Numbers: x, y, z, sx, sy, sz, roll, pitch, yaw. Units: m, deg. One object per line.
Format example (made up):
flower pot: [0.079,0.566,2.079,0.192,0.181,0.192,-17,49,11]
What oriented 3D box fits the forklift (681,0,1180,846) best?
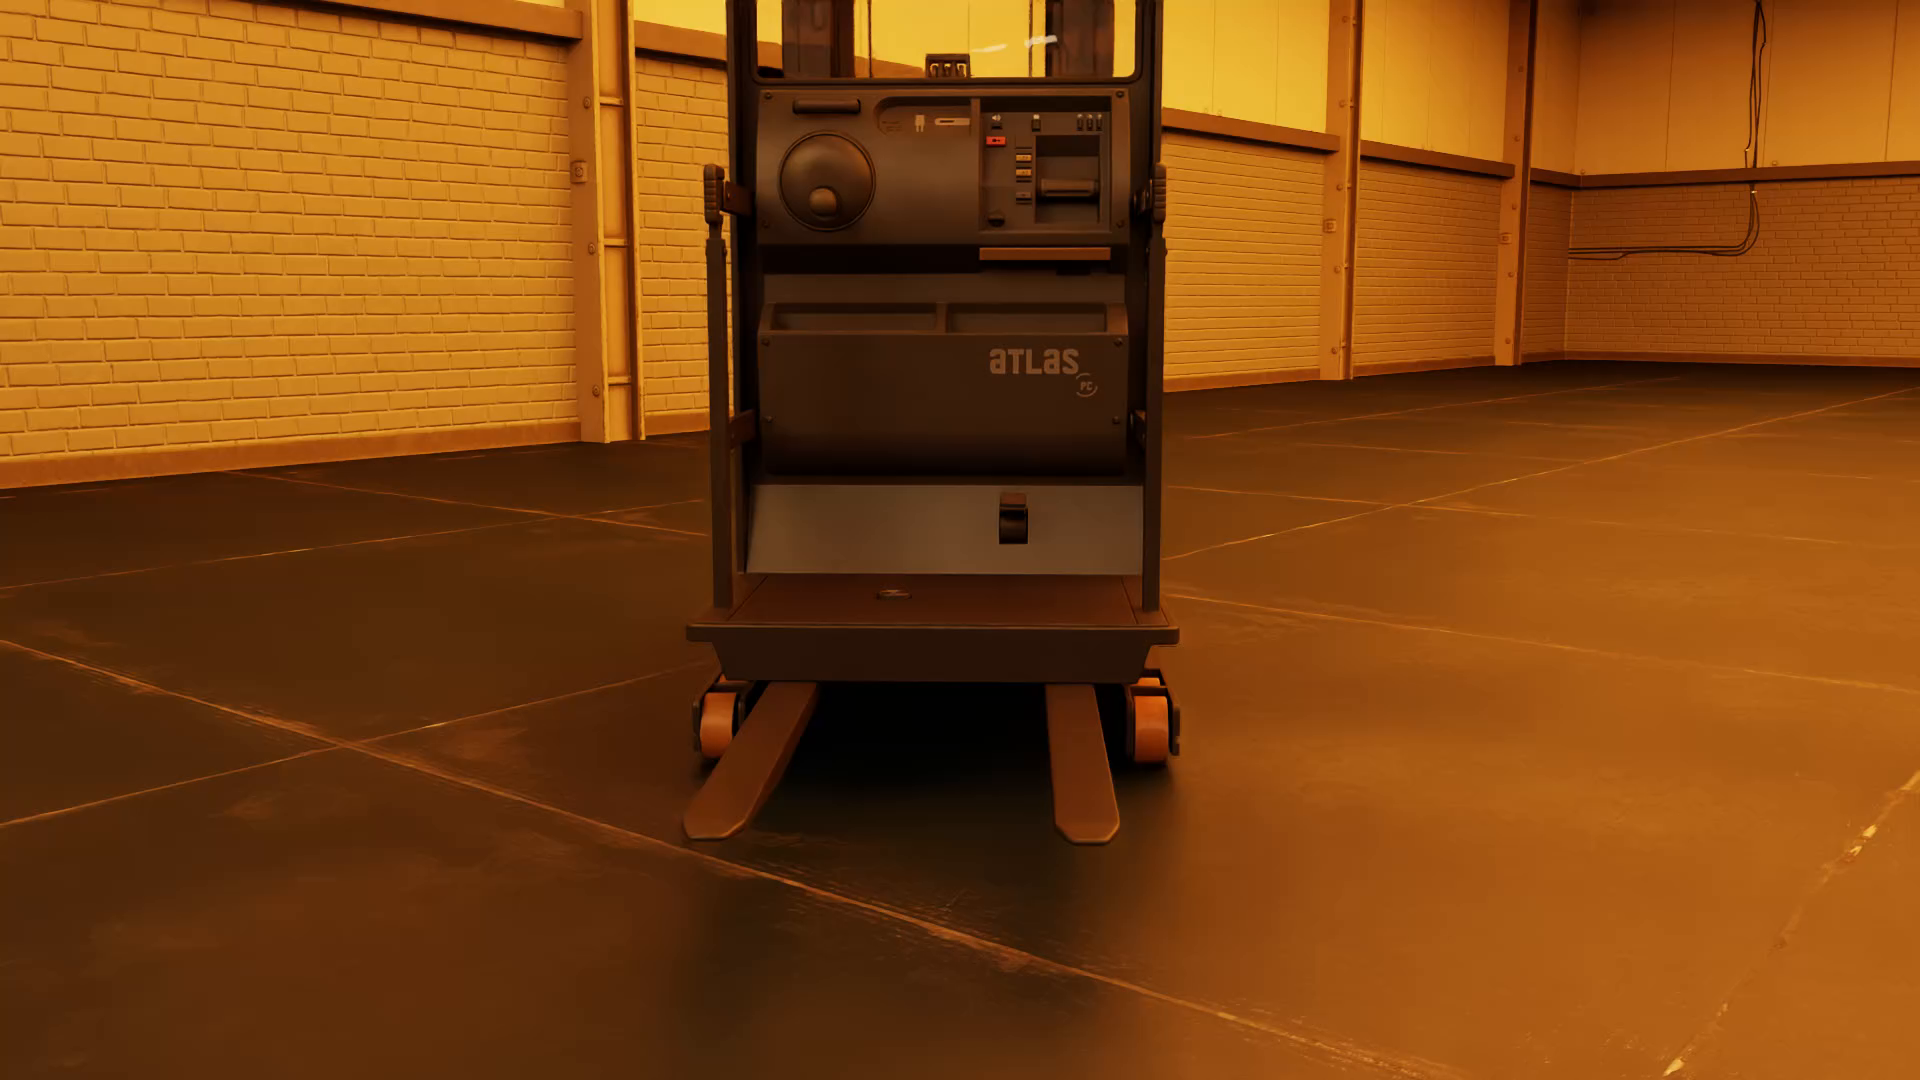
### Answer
forklift: [-0.047,-0.975,3.947,1.130,2.935,3.031,0,8,2]
